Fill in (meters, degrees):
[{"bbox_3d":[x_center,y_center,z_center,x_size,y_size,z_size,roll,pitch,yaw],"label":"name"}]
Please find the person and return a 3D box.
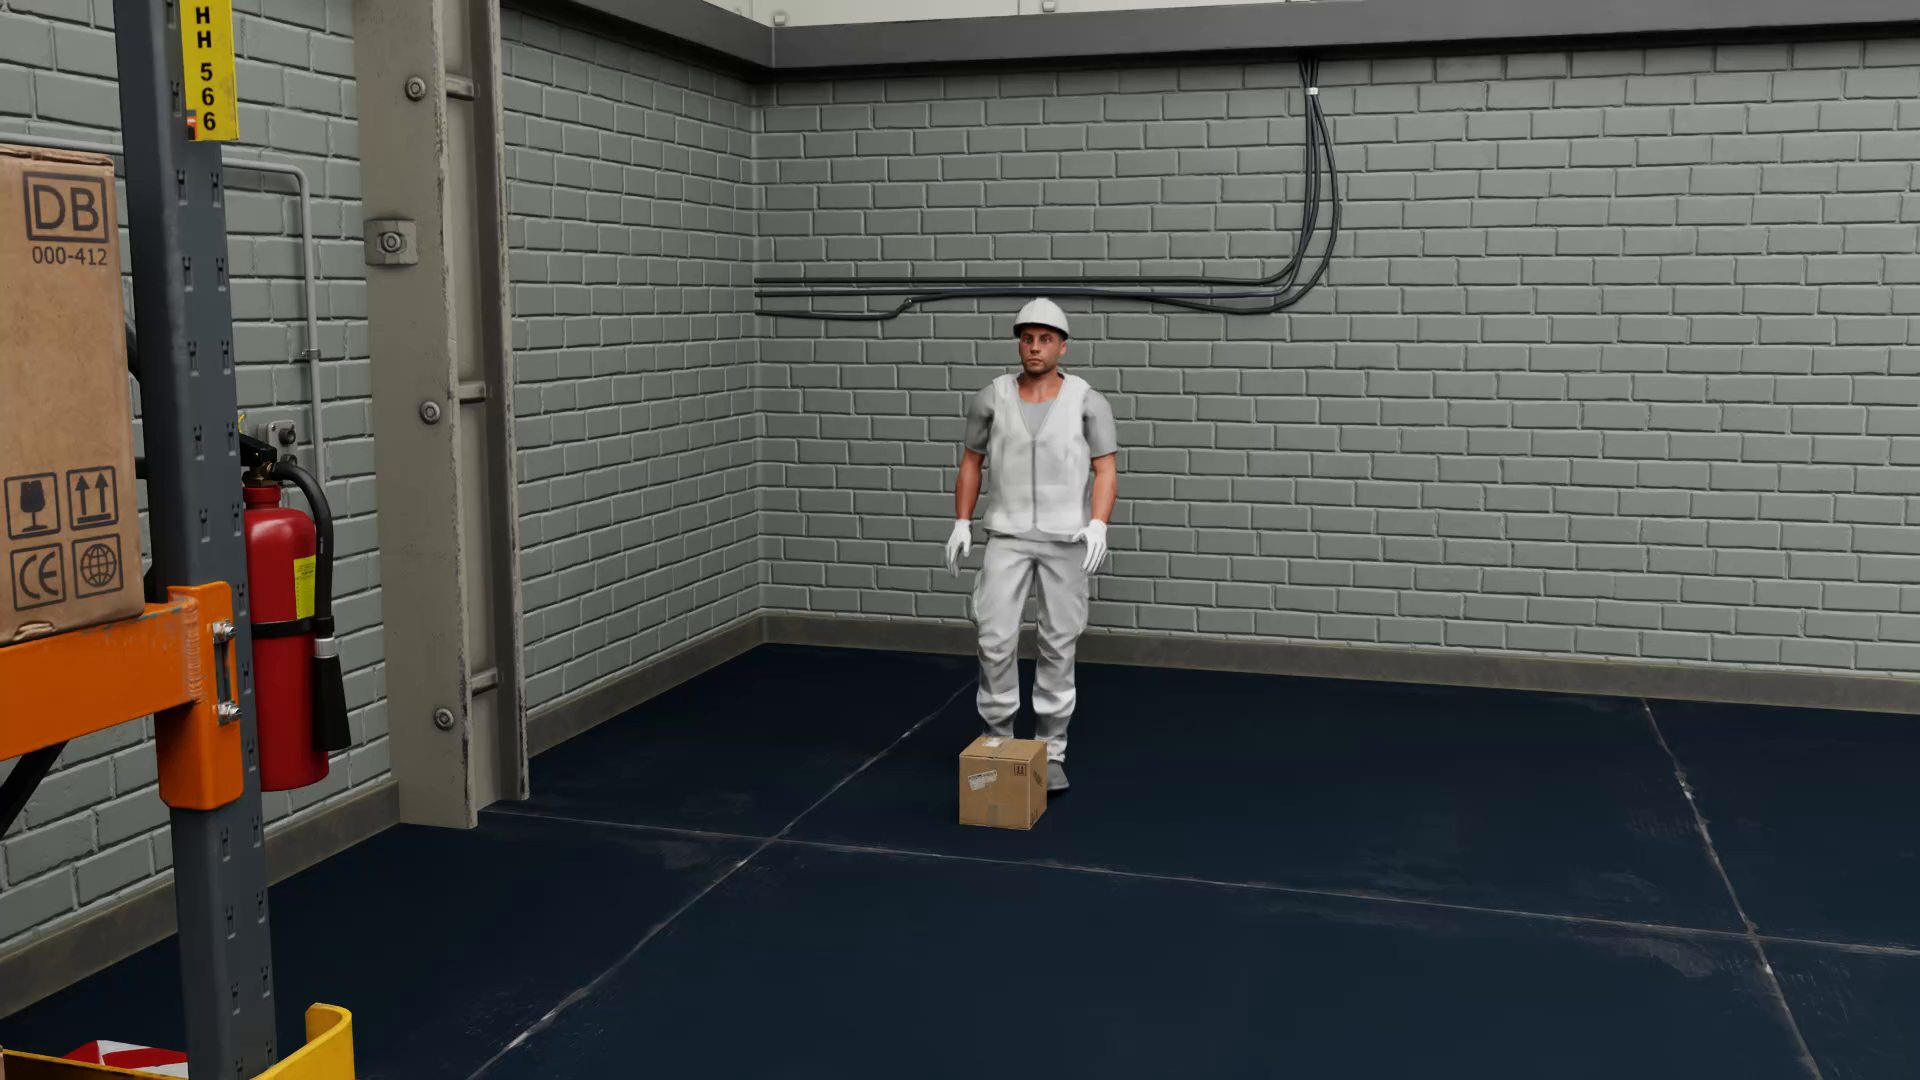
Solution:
[{"bbox_3d":[0.255,0.052,6.086,0.635,1.859,0.462,1,8,5],"label":"person"}]
